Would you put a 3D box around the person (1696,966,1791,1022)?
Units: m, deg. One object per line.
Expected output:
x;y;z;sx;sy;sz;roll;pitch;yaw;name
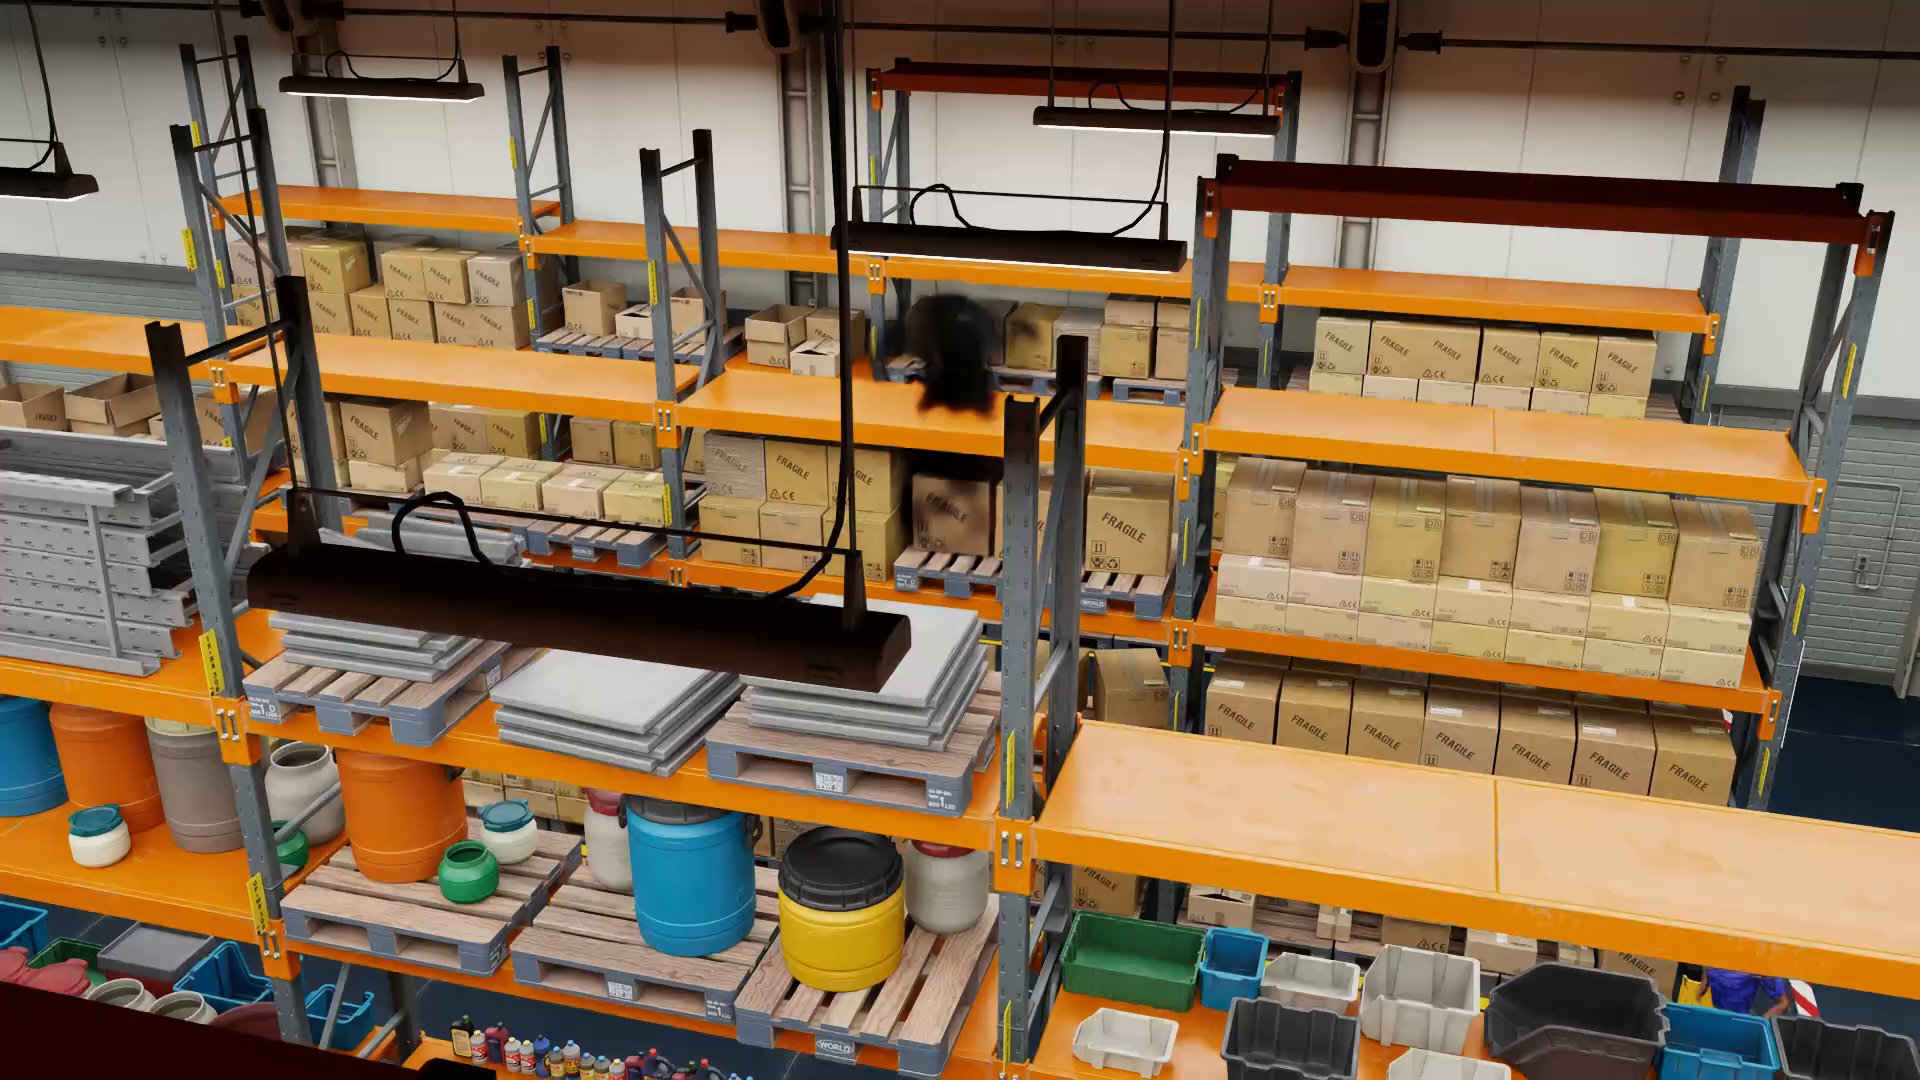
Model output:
5.102;3.236;10.993;0.882;1.550;0.612;-3;23;-7;person

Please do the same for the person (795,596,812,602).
-1.131;0.922;16.263;0.997;1.756;0.687;3;23;7;person
